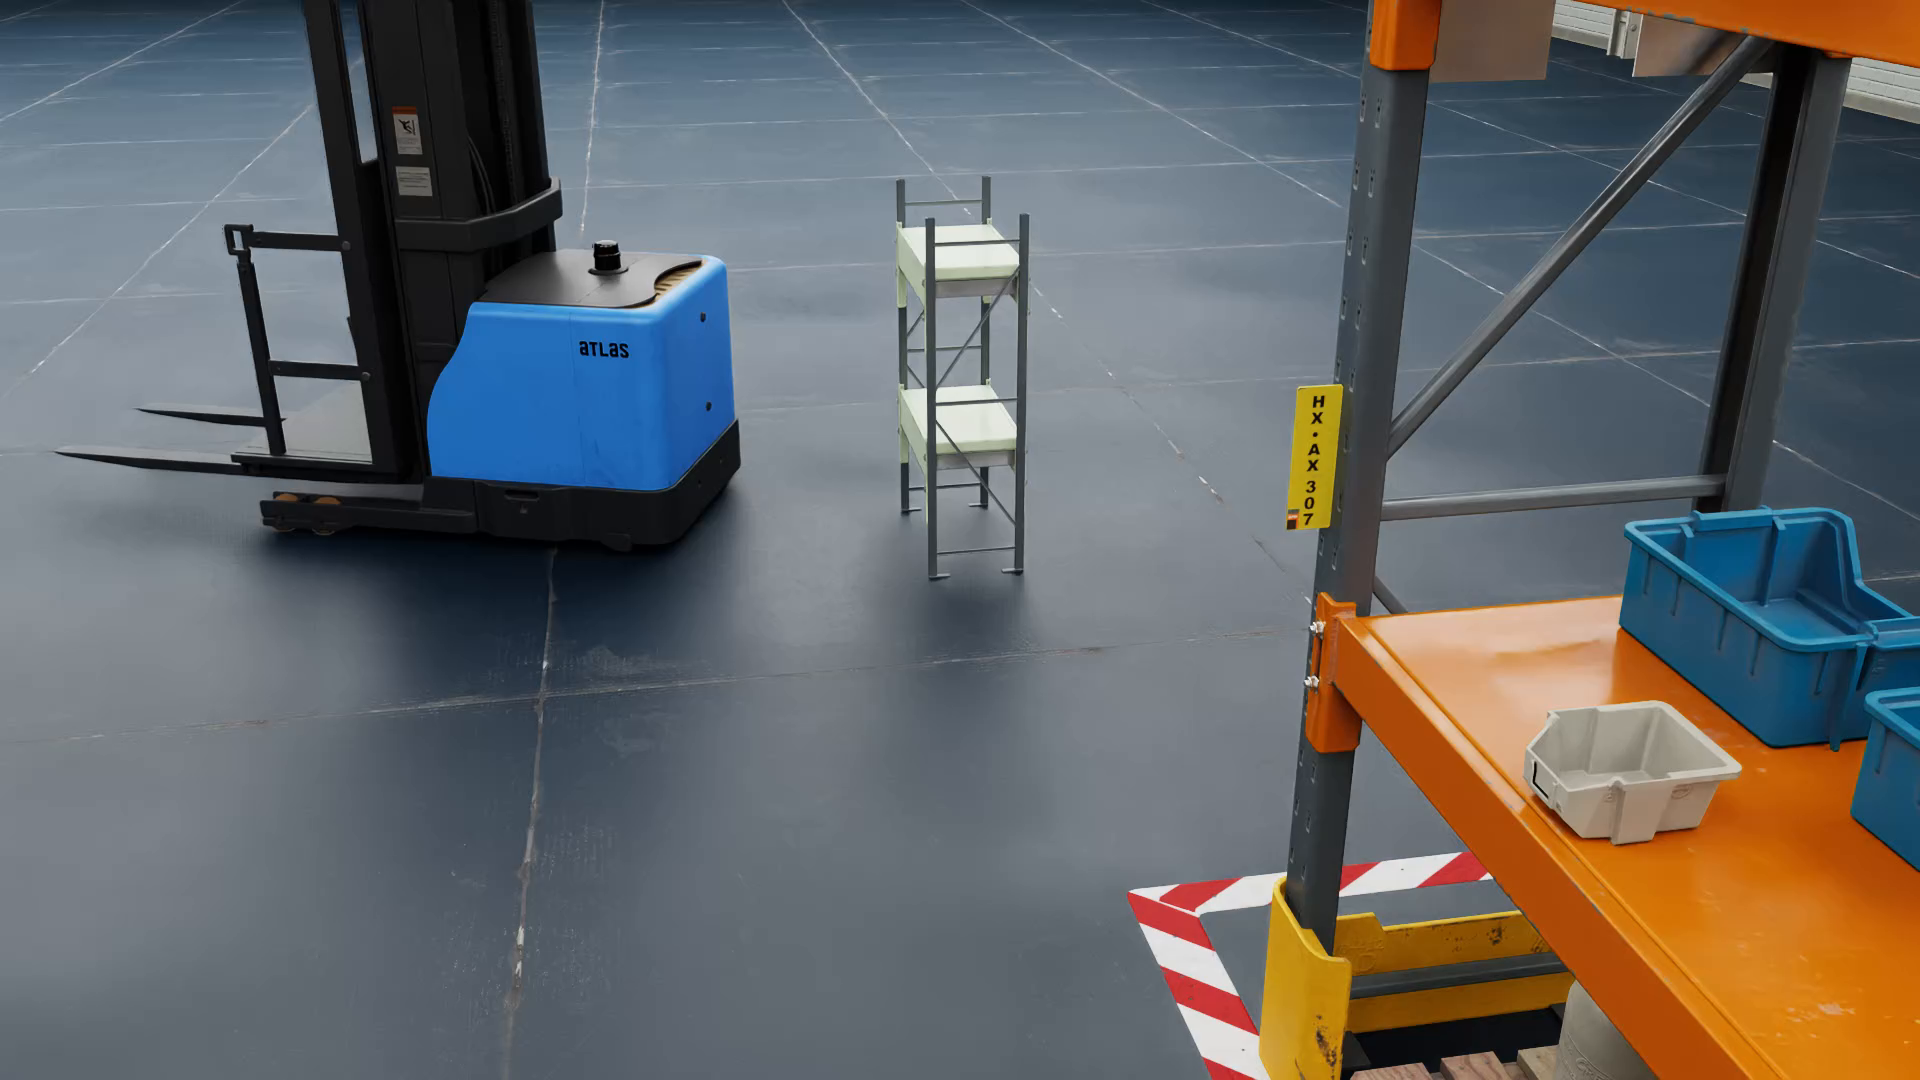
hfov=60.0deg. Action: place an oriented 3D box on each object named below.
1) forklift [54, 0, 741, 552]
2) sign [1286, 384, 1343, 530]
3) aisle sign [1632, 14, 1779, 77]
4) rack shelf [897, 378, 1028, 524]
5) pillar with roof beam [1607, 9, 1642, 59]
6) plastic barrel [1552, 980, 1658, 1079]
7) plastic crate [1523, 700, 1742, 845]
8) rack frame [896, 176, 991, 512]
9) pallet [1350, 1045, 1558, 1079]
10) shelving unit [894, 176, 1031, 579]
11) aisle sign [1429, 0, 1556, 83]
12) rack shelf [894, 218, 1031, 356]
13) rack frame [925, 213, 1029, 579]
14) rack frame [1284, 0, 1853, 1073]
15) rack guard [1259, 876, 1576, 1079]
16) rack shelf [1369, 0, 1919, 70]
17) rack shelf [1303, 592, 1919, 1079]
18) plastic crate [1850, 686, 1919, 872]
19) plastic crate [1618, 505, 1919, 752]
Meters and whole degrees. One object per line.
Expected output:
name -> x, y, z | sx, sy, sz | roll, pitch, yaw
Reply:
forklift -> -2.606, -1.565, 7.171 | 3.031, 2.935, 1.130 | 4, 24, 10
sign -> 0.757, -0.174, 3.555 | 0.100, 0.325, 0.005 | -4, 24, -10
aisle sign -> 1.577, -1.328, 3.295 | 0.394, 0.787, 0.004 | -4, 24, -10
rack shelf -> -0.001, -0.391, 7.086 | 0.431, 0.370, 0.720 | -4, 24, -10
pillar with roof beam -> 4.455, -10.119, 19.176 | 9.100, 9.000, 0.400 | -4, 24, -10
plastic barrel -> 1.495, 1.115, 3.534 | 0.421, 0.512, 0.421 | 0, 24, 0
plastic crate -> 1.148, 0.410, 2.892 | 0.298, 0.136, 0.250 | -4, 24, -10
rack frame -> -0.069, -0.834, 7.285 | 0.400, 1.500, 0.023 | -4, 24, -10
pallet -> 1.504, 1.538, 3.465 | 1.003, 0.211, 1.213 | -4, 24, -10
shelving unit -> -0.001, -0.690, 6.956 | 0.431, 1.500, 0.755 | -4, 24, -10
aisle sign -> 0.997, -1.284, 3.195 | 0.394, 0.787, 0.004 | -4, 24, -10
rack shelf -> -0.001, -1.048, 6.800 | 0.431, 0.370, 0.720 | -4, 24, -10
rack frame -> 0.066, -0.546, 6.626 | 0.400, 1.500, 0.023 | -4, 24, -10
rack frame -> 1.298, -0.086, 3.700 | 1.000, 3.000, 0.127 | -4, 24, -10
rack guard -> 1.359, 1.086, 4.140 | 1.175, 0.500, 0.348 | -4, 24, -10
rack shelf -> 1.668, -0.345, 1.442 | 1.077, 0.370, 4.000 | -4, 24, -10
rack shelf -> 1.668, 1.030, 2.043 | 1.077, 0.370, 4.000 | -4, 24, -10
plastic crate -> 1.799, 0.412, 2.744 | 0.499, 0.251, 0.408 | -4, 24, -10
plastic crate -> 1.685, 0.157, 3.330 | 0.499, 0.251, 0.616 | -4, 24, -10
